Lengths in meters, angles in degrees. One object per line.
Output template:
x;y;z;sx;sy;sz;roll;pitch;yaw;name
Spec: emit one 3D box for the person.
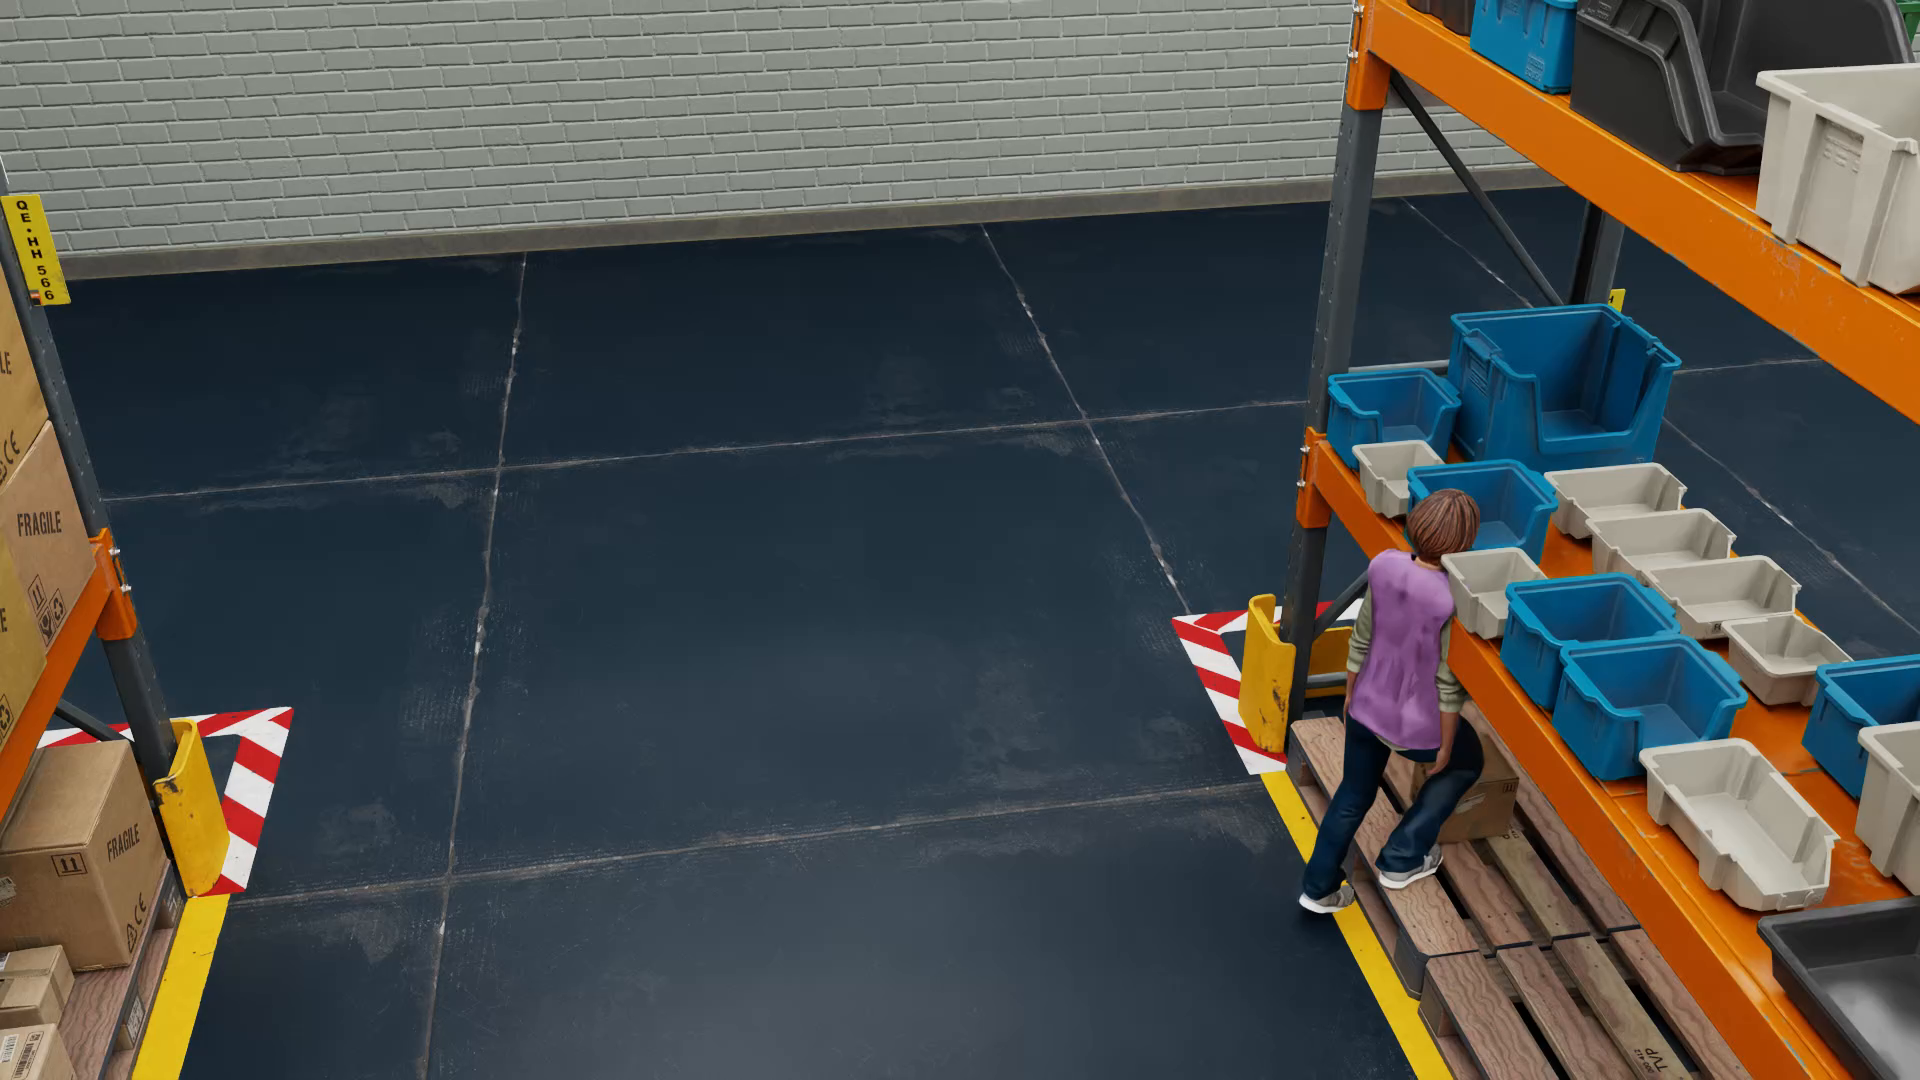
1.415;0.613;5.253;0.526;1.528;0.415;-21;37;-31;person
